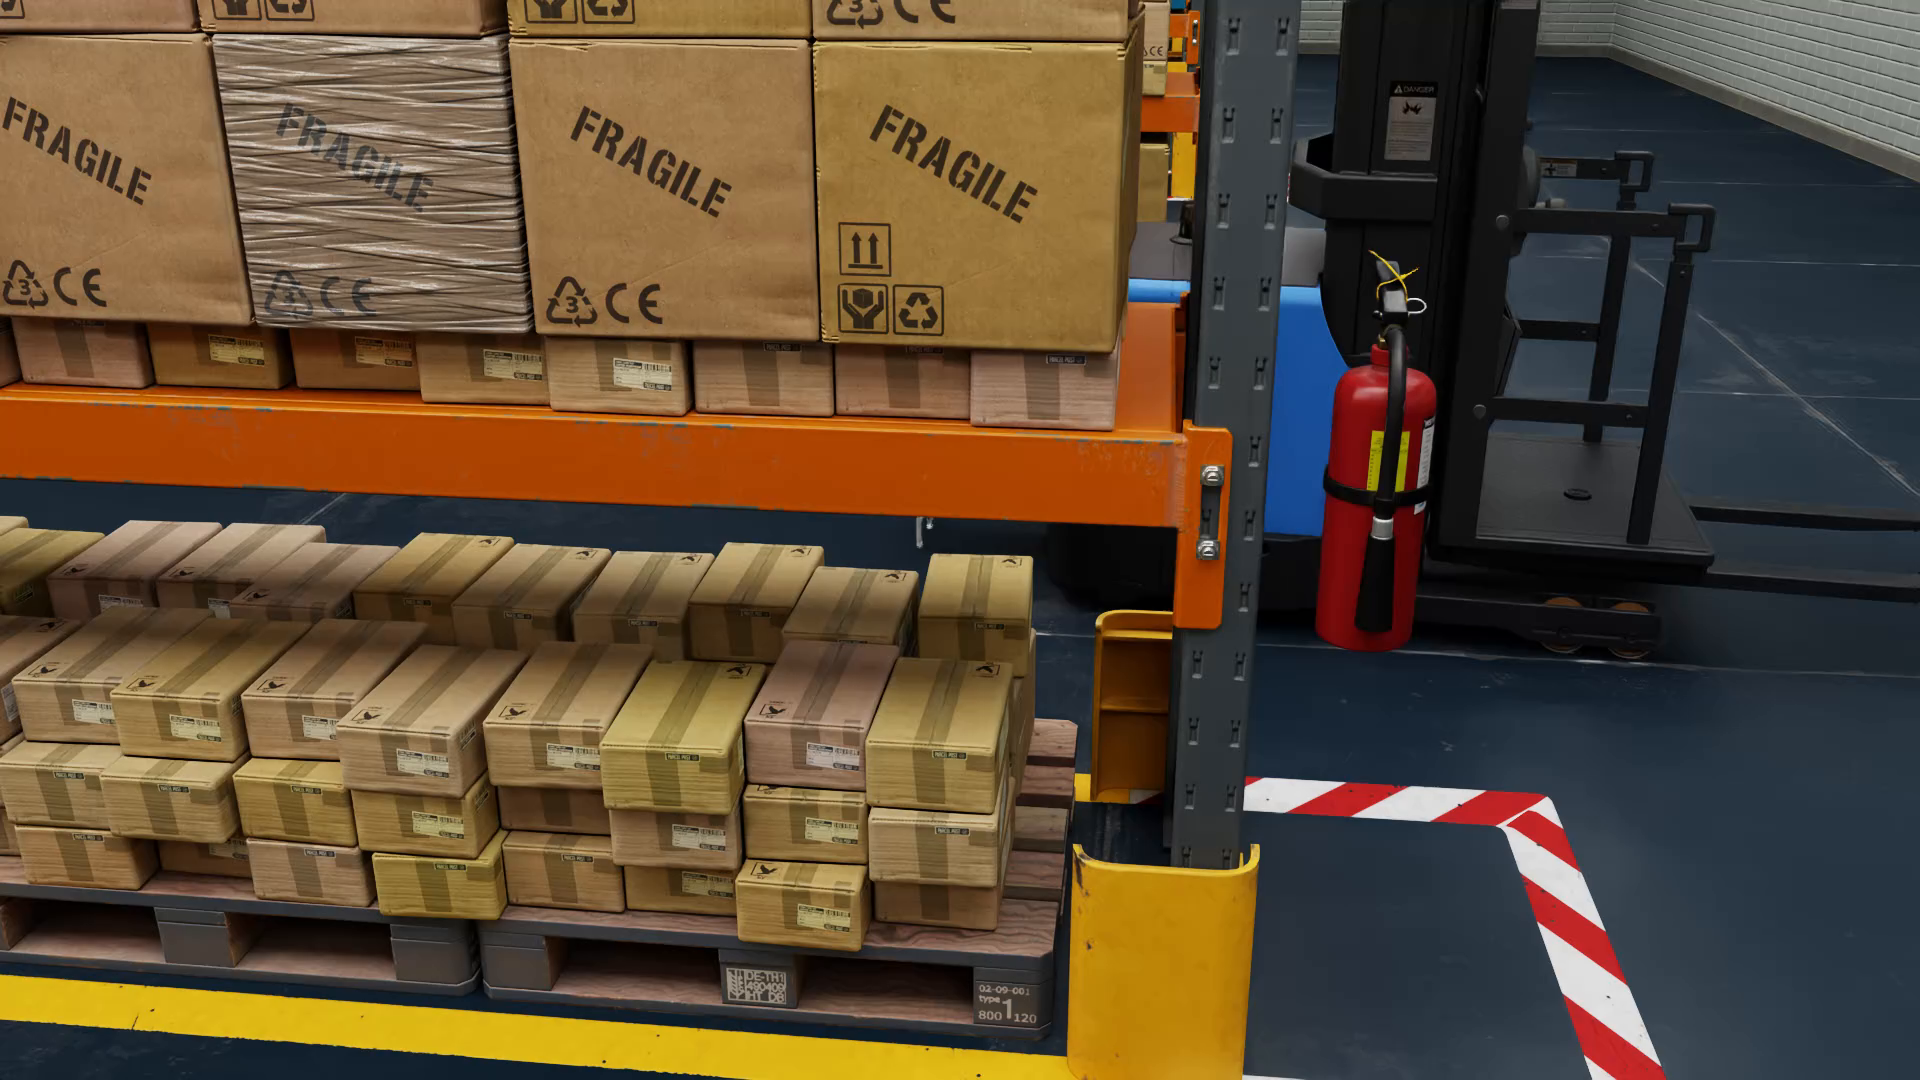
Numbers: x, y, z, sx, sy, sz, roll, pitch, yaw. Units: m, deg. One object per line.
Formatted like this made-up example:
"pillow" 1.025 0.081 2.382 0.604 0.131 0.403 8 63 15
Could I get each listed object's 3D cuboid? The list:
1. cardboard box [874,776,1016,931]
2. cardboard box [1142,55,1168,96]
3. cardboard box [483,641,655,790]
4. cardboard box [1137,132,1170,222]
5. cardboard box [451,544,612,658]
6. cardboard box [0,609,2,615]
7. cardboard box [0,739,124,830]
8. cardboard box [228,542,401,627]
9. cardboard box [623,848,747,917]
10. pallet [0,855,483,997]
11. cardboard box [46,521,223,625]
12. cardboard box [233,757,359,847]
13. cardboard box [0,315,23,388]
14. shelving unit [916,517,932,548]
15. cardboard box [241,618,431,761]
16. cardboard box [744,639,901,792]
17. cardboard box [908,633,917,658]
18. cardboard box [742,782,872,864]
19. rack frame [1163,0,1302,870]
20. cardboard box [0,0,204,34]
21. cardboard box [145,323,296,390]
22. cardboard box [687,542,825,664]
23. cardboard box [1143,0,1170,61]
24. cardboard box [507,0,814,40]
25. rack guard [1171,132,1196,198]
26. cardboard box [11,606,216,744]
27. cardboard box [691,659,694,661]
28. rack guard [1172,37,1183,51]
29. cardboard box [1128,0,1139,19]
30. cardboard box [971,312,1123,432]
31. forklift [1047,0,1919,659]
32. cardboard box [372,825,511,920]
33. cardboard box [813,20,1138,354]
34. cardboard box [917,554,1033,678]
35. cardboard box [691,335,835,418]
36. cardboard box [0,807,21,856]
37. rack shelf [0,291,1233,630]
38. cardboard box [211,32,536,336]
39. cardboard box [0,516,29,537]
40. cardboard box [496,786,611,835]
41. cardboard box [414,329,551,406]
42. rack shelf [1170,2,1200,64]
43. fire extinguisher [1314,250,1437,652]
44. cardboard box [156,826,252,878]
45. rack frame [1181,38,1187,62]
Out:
"cardboard box" -0.026 0.650 3.523 0.250 0.149 0.380 3 22 7
"cardboard box" 0.813 -2.119 7.562 0.250 0.149 0.380 3 22 7
"cardboard box" -0.799 0.358 3.451 0.250 0.149 0.380 2 22 4
"cardboard box" 0.560 -1.547 8.091 0.875 0.875 0.875 2 22 6
"cardboard box" -1.012 0.151 3.975 0.250 0.149 0.380 3 22 8
"cardboard box" -2.348 0.266 3.683 0.250 0.149 0.380 2 22 5
"cardboard box" -1.839 0.460 3.598 0.250 0.149 0.380 2 22 6
"cardboard box" -1.529 0.147 3.985 0.250 0.149 0.380 3 22 6
"cardboard box" -0.545 0.632 3.567 0.250 0.149 0.380 2 22 6
"pallet" -1.565 0.657 3.990 1.213 0.211 1.003 2 22 6
"cardboard box" -2.032 0.089 4.132 0.250 0.149 0.380 1 22 4
"cardboard box" -1.321 0.482 3.543 0.250 0.149 0.380 4 22 9
"cardboard box" -1.895 -0.420 3.263 0.250 0.149 0.380 3 22 9
"shelving unit" 0.114 -0.559 5.721 0.503 1.200 0.258 3 22 9
"cardboard box" -1.321 0.315 3.561 0.250 0.149 0.380 2 22 4
"cardboard box" -0.277 0.357 3.454 0.250 0.149 0.380 3 22 7
"cardboard box" -0.234 0.309 3.980 0.250 0.149 0.380 2 22 6
"cardboard box" -0.290 0.508 3.476 0.250 0.149 0.380 2 22 5
"rack frame" 0.521 -0.534 3.212 0.127 3.000 1.000 2 22 6
"cardboard box" -1.509 -1.176 2.934 0.500 0.500 0.500 2 22 4
"cardboard box" -1.370 -0.422 3.269 0.250 0.149 0.380 3 22 7
"cardboard box" -0.482 0.147 3.985 0.250 0.149 0.380 2 22 6
"cardboard box" 0.693 -2.334 7.562 0.500 0.250 0.500 2 22 5
"cardboard box" -0.466 -1.135 2.830 0.500 0.500 0.500 2 22 4
"rack guard" 1.814 -2.990 12.824 0.348 0.500 1.175 2 22 6
"cardboard box" -1.825 0.289 3.626 0.250 0.149 0.380 2 22 4
"cardboard box" -0.729 0.280 4.054 0.250 0.149 0.380 3 22 8
"rack guard" 2.978 -6.603 21.961 0.348 0.500 1.175 2 22 6
"cardboard box" 0.107 -1.300 3.249 0.500 0.500 0.500 2 22 6
"cardboard box" 0.164 -0.328 3.032 0.250 0.149 0.380 3 22 6
"forklift" 1.855 -1.217 5.032 3.031 2.935 1.130 4 22 11
"cardboard box" -1.053 0.638 3.552 0.250 0.149 0.380 2 22 4
"cardboard box" 0.045 -0.645 2.950 0.500 0.500 0.500 3 22 7
"cardboard box" 0.041 0.173 3.920 0.250 0.149 0.380 2 22 4
"cardboard box" -0.329 -0.358 3.108 0.250 0.149 0.380 2 22 6
"cardboard box" -2.081 0.551 3.773 0.250 0.149 0.380 2 22 4
"rack shelf" -1.465 -0.286 3.563 4.000 0.370 1.077 2 22 6
"cardboard box" -0.971 -0.687 3.058 0.500 0.500 0.500 3 22 6
"cardboard box" -2.560 0.072 4.176 0.250 0.149 0.380 2 22 6
"cardboard box" -0.807 0.468 3.578 0.250 0.149 0.380 2 22 6
"cardboard box" -0.843 -0.383 3.170 0.250 0.149 0.380 2 22 4
"rack shelf" -0.198 -3.901 12.706 4.000 0.370 1.077 2 22 6
"fire extinguisher" 0.717 -0.146 2.841 0.183 0.674 0.296 2 22 6
"cardboard box" -1.564 0.581 3.697 0.250 0.149 0.380 3 22 8
"rack frame" 2.375 -5.958 16.929 0.127 3.000 1.000 2 22 6
